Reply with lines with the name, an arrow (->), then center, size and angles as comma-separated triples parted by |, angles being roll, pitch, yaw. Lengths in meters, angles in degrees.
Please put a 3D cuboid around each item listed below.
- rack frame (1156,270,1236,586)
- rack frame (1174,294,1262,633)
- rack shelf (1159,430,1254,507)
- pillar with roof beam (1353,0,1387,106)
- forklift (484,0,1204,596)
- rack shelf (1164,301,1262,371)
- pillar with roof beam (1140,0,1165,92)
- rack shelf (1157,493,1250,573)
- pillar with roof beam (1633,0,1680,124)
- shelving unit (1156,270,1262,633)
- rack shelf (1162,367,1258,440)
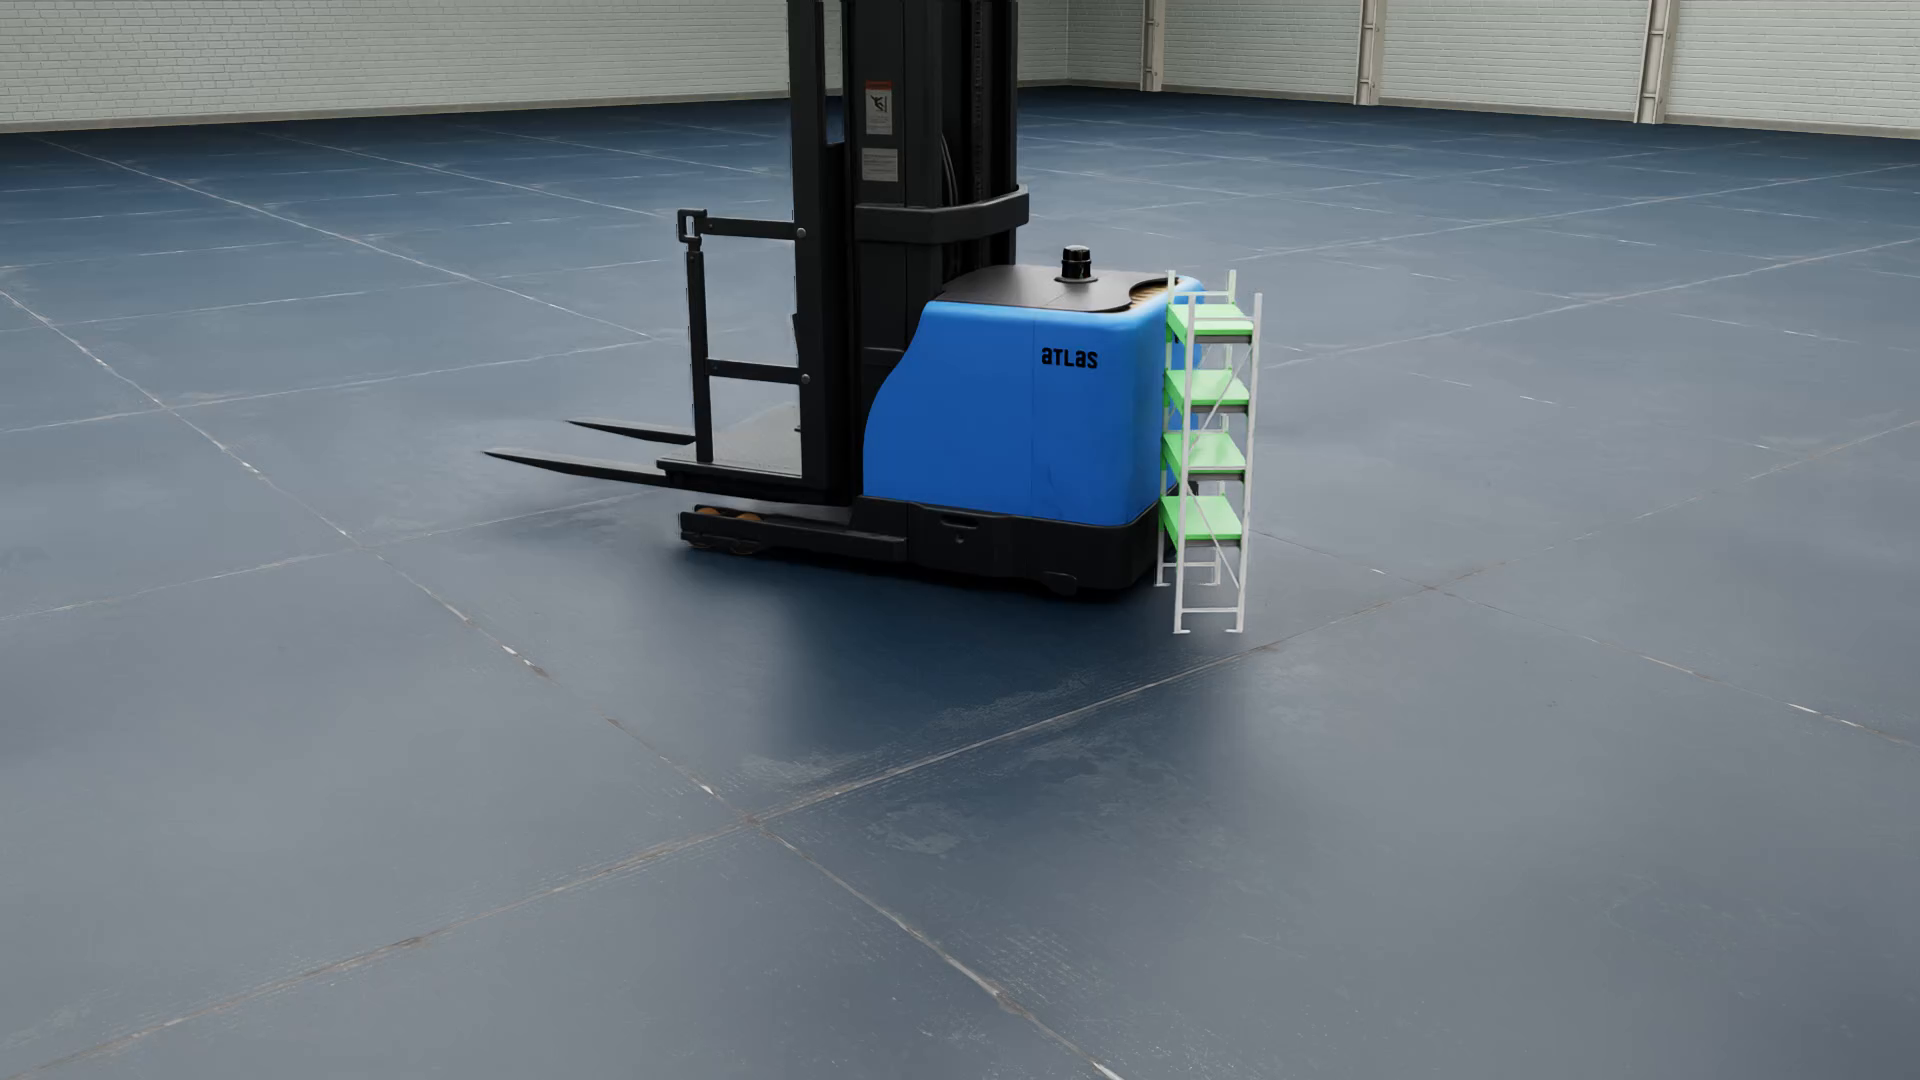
rack frame -> 0.869, -0.397, 6.152 | 0.240, 1.200, 0.015 | 0, 18, -1
rack frame -> 0.878, -0.243, 5.689 | 0.240, 1.200, 0.015 | 0, 18, -1
rack shelf -> 0.873, -0.259, 5.940 | 0.258, 0.148, 0.480 | 0, 18, -1
pillar with roof beam -> 4.630, -12.013, 28.826 | 9.100, 9.000, 0.400 | -14, 23, -36
forklift -> -0.580, -1.472, 6.644 | 3.031, 2.935, 1.130 | 8, 20, 22
rack shelf -> 0.873, -0.715, 5.789 | 0.258, 0.148, 0.480 | 0, 18, -1
pillar with roof beam -> 0.905, -13.491, 33.290 | 9.100, 9.000, 0.400 | -14, 23, -36
rack shelf -> 0.873, -0.032, 6.016 | 0.258, 0.148, 0.480 | 0, 18, -1
pillar with roof beam -> 8.355, -10.534, 24.361 | 9.100, 9.000, 0.400 | -14, 23, -36
shelving unit -> 0.873, -0.320, 5.920 | 0.258, 1.200, 0.503 | 0, 18, -1
rack shelf -> 0.873, -0.487, 5.865 | 0.258, 0.148, 0.480 | 0, 18, -1
